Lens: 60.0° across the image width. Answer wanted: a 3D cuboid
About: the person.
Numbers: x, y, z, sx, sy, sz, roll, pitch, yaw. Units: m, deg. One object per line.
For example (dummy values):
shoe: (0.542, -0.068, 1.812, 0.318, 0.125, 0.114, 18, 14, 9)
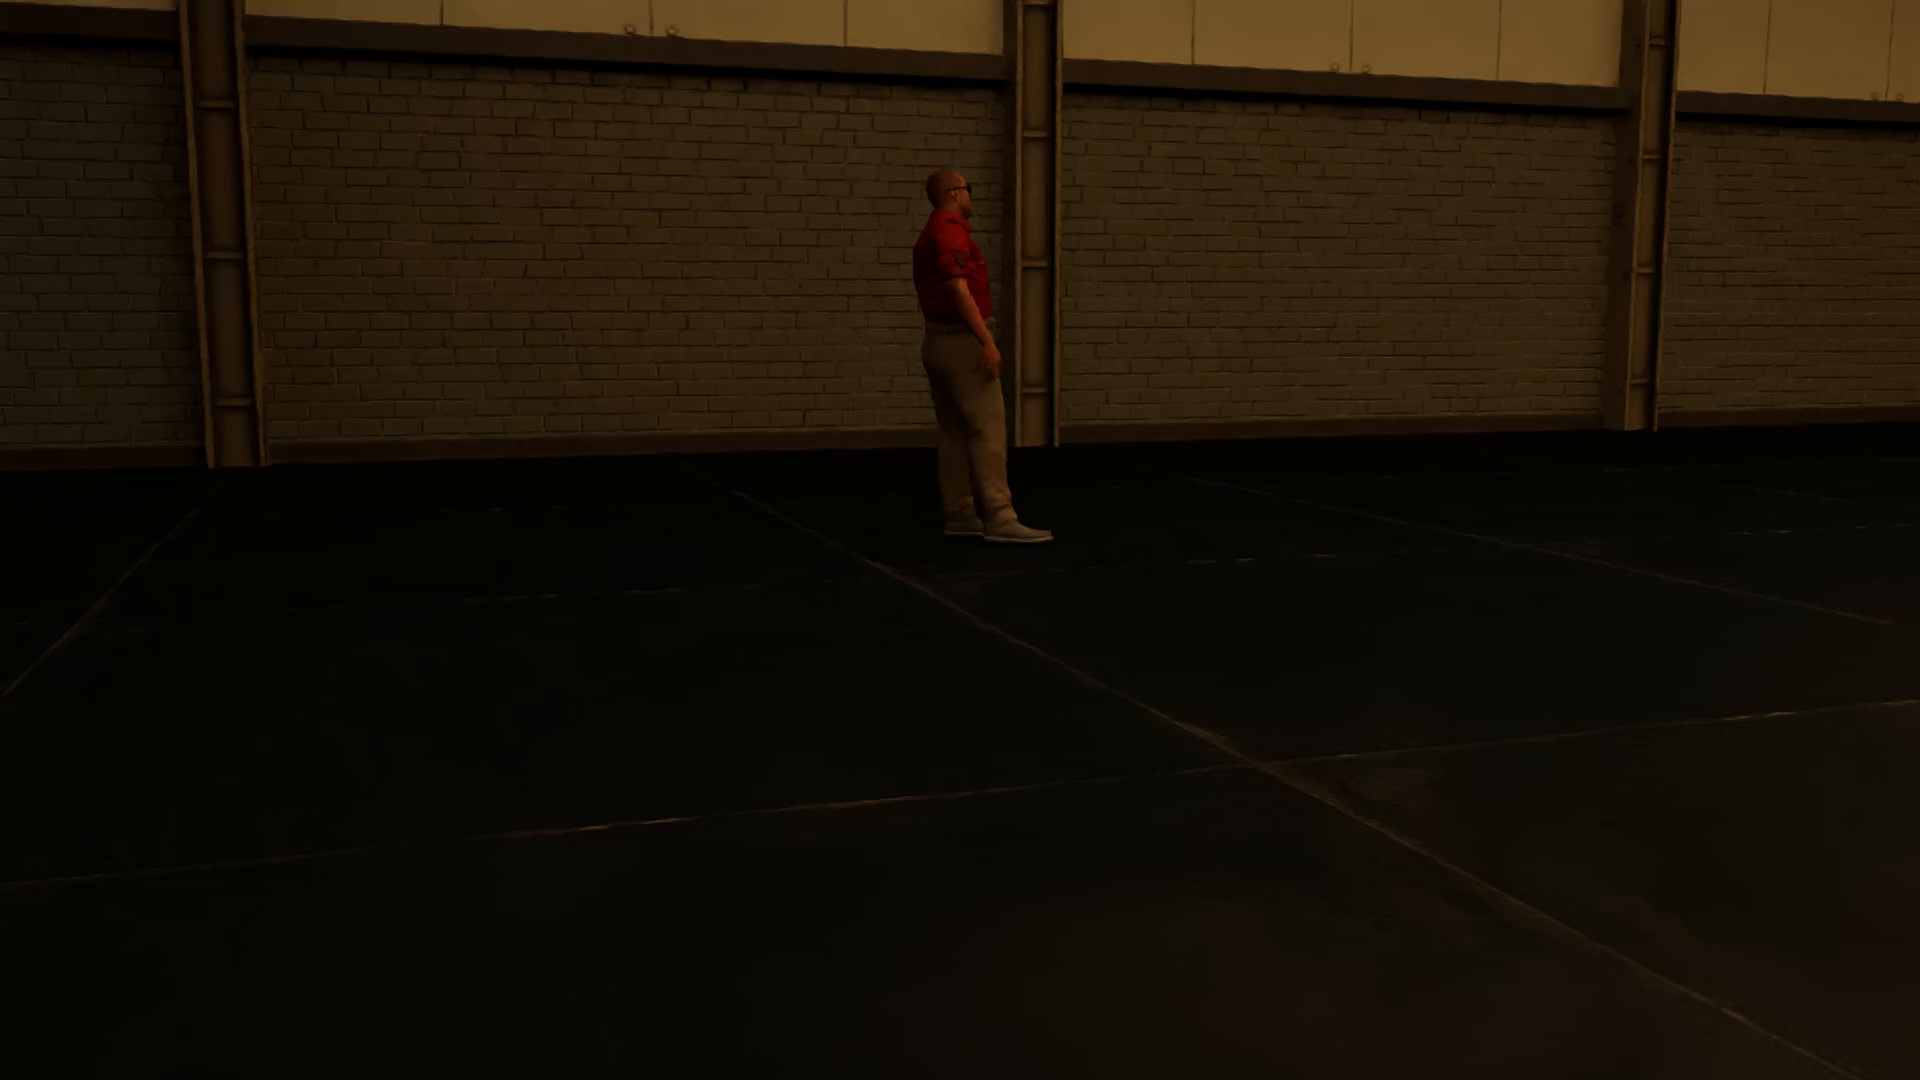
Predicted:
person: (0.089, -0.866, 7.823, 0.550, 1.726, 0.640, -3, 8, -18)
